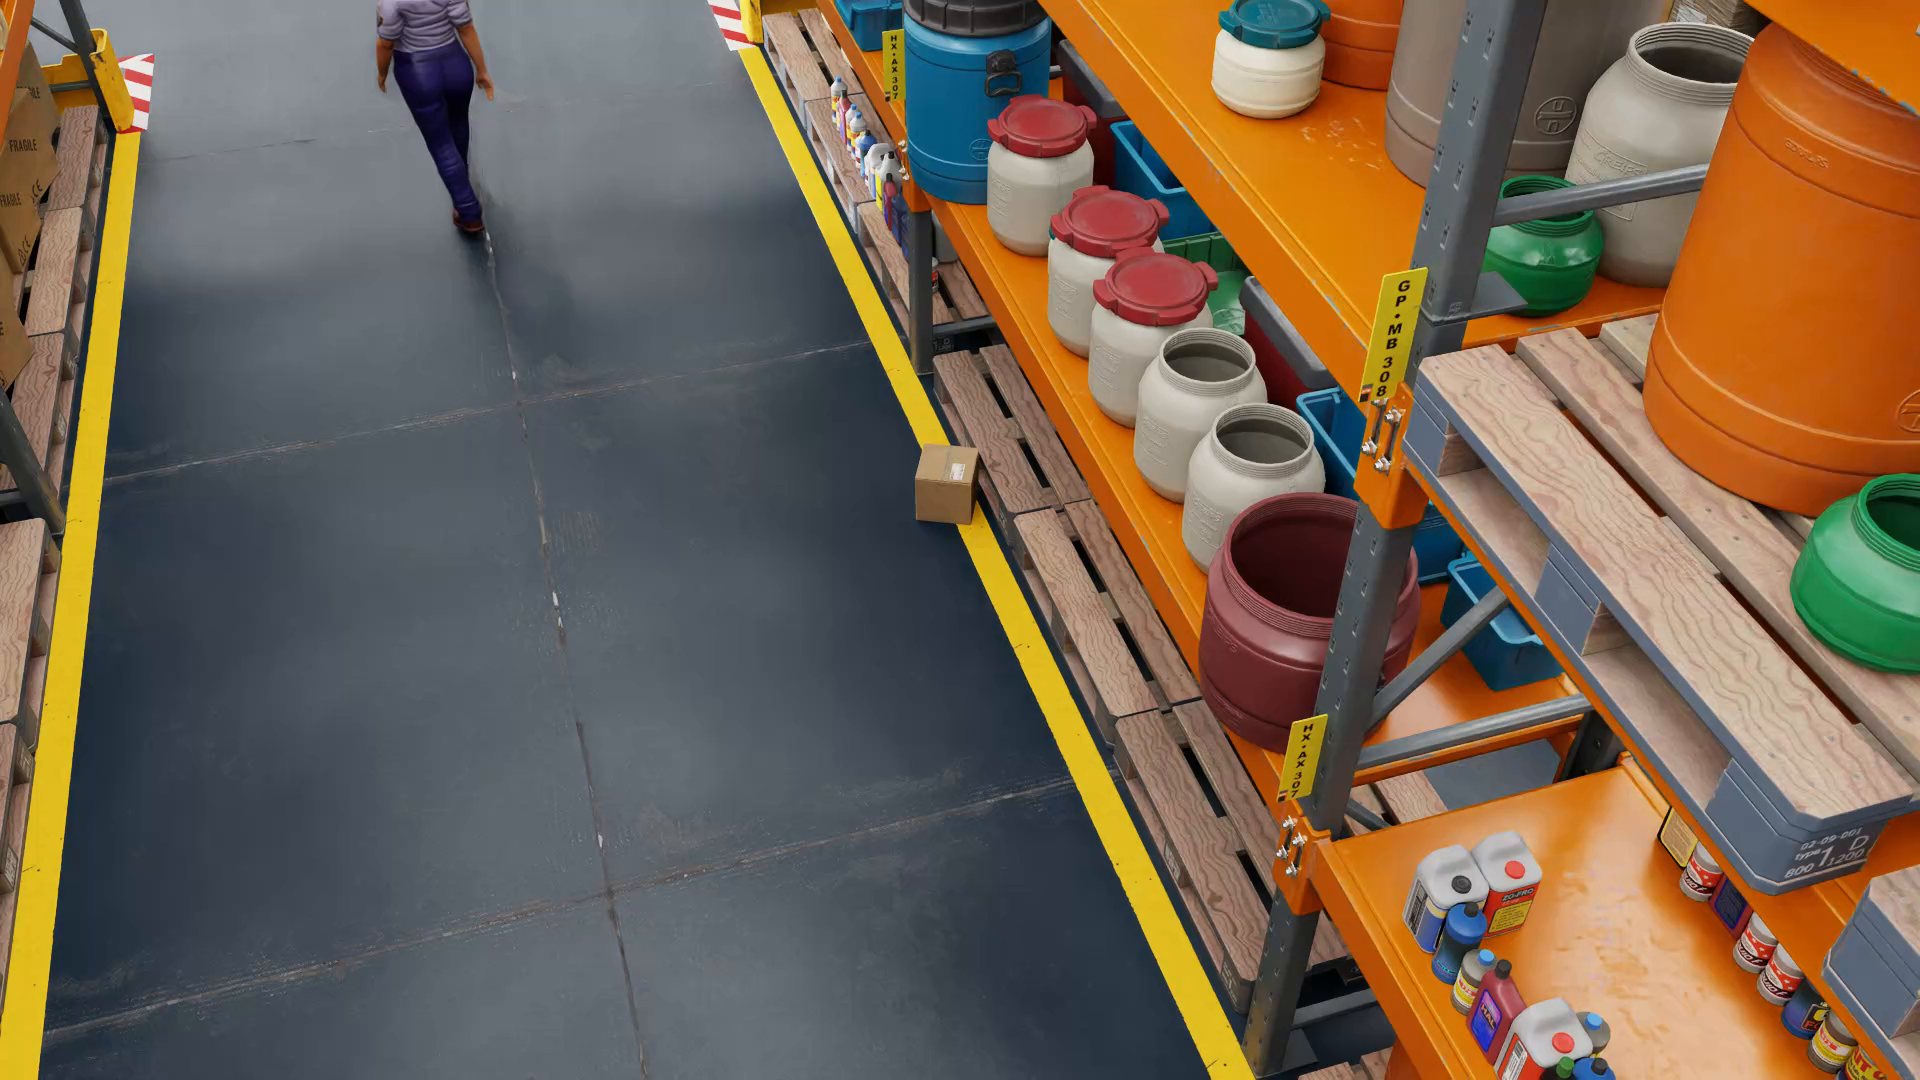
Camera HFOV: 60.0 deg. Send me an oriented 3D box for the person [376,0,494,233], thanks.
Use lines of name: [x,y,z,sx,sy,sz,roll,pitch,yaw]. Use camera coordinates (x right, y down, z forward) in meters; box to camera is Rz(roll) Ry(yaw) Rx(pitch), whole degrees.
person: [-2.868,-2.530,8.917,0.511,1.603,0.896,-30,50,-28]
